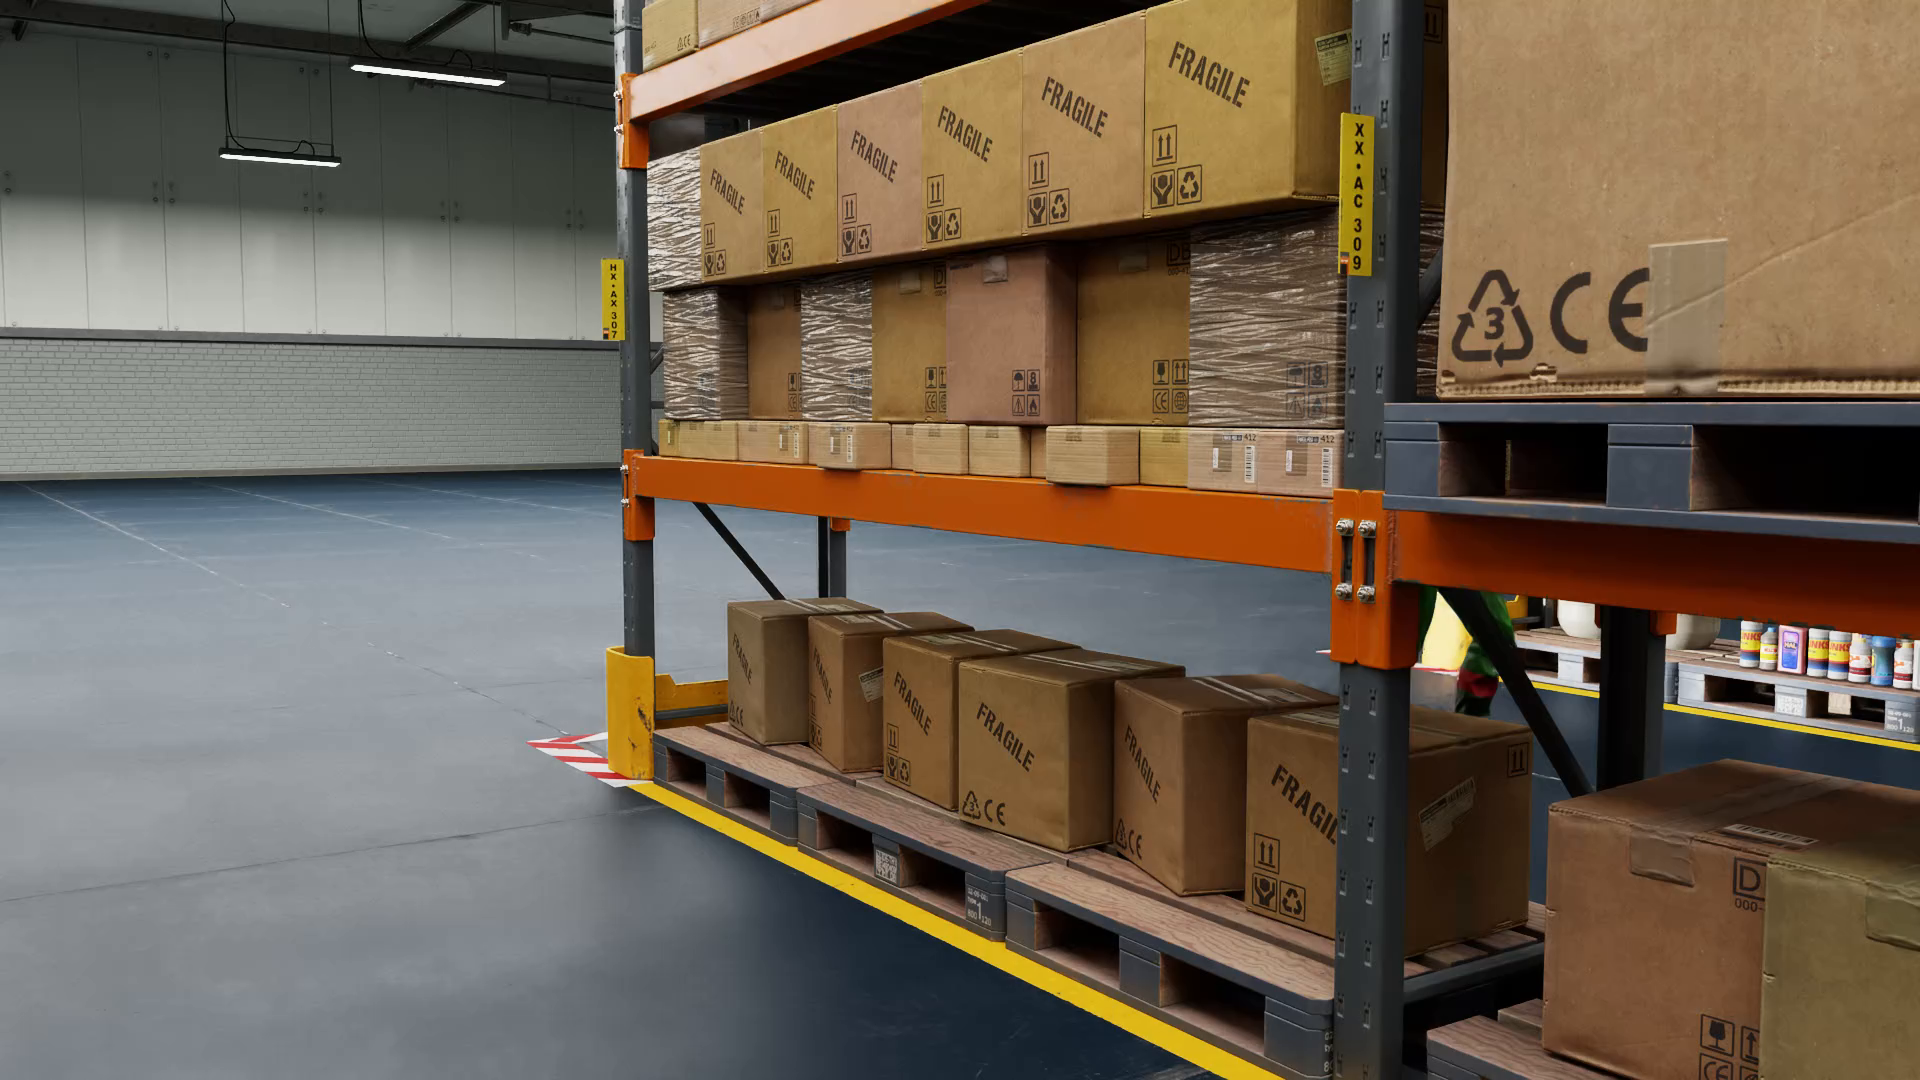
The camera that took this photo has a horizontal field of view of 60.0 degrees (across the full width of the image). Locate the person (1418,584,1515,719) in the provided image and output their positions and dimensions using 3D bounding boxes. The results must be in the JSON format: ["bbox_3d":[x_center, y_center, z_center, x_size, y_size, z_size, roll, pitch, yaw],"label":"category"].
[{"bbox_3d":[1.950,0.082,6.804,0.601,1.833,0.652,4,6,44],"label":"person"}]
